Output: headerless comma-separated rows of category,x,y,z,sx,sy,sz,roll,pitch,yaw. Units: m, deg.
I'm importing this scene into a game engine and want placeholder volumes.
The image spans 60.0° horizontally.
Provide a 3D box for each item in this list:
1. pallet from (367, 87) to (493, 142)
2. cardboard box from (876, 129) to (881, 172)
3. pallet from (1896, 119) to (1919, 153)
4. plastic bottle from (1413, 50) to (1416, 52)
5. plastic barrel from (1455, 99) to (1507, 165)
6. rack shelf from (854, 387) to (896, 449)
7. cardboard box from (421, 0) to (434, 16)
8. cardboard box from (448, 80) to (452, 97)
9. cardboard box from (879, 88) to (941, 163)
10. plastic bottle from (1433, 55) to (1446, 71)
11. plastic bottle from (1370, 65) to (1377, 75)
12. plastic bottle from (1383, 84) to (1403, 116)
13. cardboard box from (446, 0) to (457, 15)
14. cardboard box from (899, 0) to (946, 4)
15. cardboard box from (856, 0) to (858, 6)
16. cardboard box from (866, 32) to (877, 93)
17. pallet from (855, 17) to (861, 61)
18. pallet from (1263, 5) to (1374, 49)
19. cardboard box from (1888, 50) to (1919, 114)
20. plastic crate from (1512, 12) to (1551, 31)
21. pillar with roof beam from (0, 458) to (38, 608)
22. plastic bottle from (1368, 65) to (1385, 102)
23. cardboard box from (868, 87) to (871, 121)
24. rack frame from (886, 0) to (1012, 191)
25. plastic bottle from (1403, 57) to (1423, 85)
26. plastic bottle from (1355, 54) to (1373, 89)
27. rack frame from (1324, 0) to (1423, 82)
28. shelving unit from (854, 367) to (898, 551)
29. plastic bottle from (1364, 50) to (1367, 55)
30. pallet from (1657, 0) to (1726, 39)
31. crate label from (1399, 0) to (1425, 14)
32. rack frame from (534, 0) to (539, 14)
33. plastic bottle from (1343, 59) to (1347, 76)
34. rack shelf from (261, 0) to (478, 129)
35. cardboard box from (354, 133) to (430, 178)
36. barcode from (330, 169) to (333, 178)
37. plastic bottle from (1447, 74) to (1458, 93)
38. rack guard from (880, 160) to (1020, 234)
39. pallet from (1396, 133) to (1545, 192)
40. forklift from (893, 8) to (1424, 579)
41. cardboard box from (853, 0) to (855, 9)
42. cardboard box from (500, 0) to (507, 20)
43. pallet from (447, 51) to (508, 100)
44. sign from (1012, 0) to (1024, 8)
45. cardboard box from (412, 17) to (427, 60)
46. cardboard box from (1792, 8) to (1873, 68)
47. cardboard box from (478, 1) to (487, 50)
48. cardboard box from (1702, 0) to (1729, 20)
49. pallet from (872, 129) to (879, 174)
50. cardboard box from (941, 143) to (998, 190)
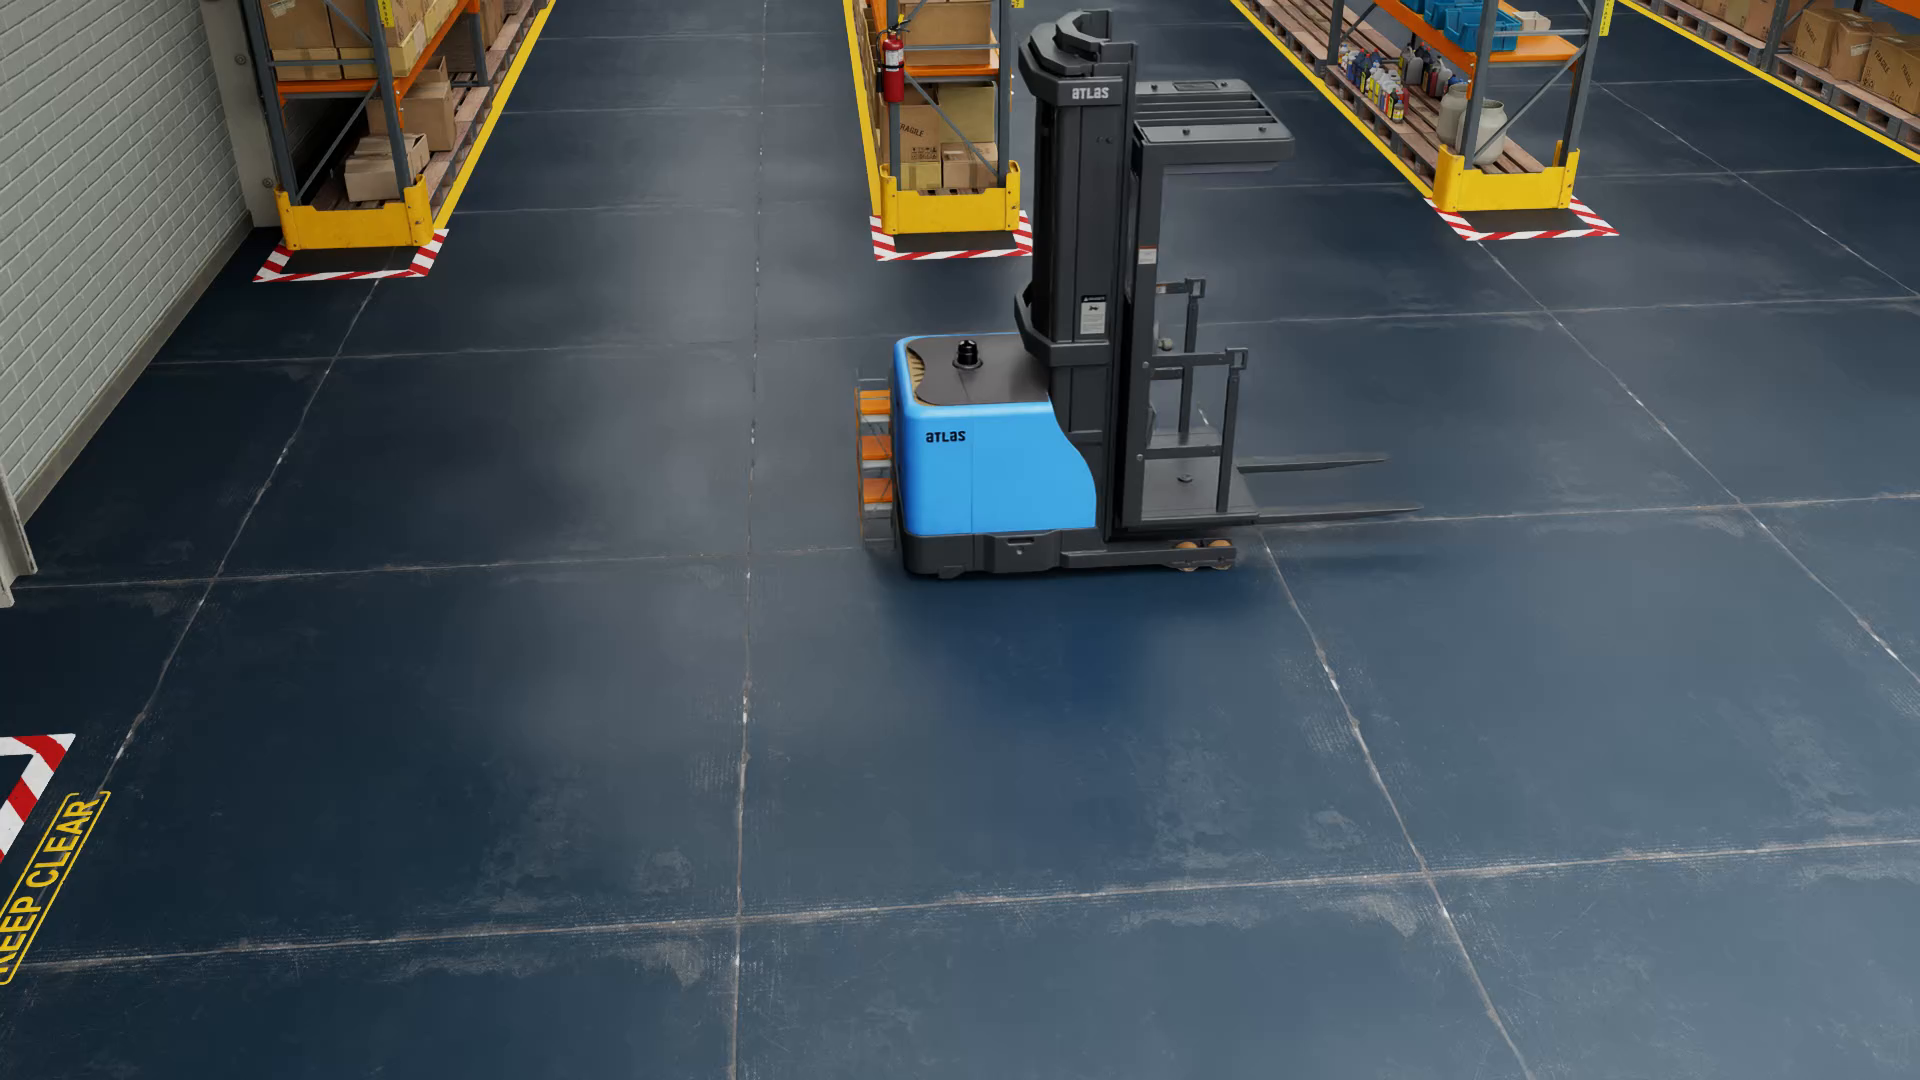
pallet,-5.296,-4.265,16.685,1.003,0.211,1.213,-3,31,-5
cardboard box,-0.492,-3.515,14.981,0.500,0.250,0.500,-3,31,-5
pallet,9.727,-3.731,15.792,1.003,0.211,1.213,-3,31,-5
plastic bottle,4.814,-5.095,17.656,0.097,0.201,0.097,0,31,0
plastic barrel,4.706,-3.681,15.004,0.421,0.512,0.421,0,31,0
rack shelf,-0.478,-0.688,9.346,0.215,0.259,0.240,-3,31,-5
cardboard box,-4.844,-4.802,14.261,0.500,0.500,0.500,-4,31,-6
cardboard box,-5.314,-4.504,16.700,0.380,0.166,0.250,-7,32,-11
cardboard box,-0.435,-3.582,14.363,0.500,0.500,0.500,-3,31,-5
plastic bottle,4.865,-4.752,16.935,0.144,0.351,0.185,-3,31,-5
plastic bottle,4.200,-4.694,16.916,0.097,0.271,0.097,0,31,0
plastic bottle,4.239,-4.302,16.255,0.152,0.276,0.135,-3,31,-4
cardboard box,-4.948,-5.010,15.339,0.500,0.250,0.500,-3,31,-5
cardboard box,-0.314,-4.508,13.642,0.380,0.149,0.250,-3,31,-5
cardboard box,-0.928,-6.253,19.020,0.500,0.311,0.500,-3,31,-5
cardboard box,-0.637,-4.602,16.071,0.500,0.500,0.500,-3,31,-5
pallet,-0.687,-5.844,19.329,1.003,0.211,1.213,-3,31,-5
pallet,4.240,-6.104,19.765,1.003,0.211,1.213,-3,31,-5
cardboard box,9.603,-4.524,16.428,0.500,0.500,0.500,0,31,0
plastic crate,5.080,-4.595,14.775,0.298,0.136,0.250,-3,31,-5
pillar with roof beam,-1.100,-3.796,7.330,9.100,9.000,0.400,-3,31,-5
plastic bottle,4.189,-4.584,16.655,0.144,0.351,0.185,-3,31,-5
cardboard box,-0.638,-4.280,16.263,0.500,0.250,0.500,-3,31,-5
rack frame,-0.089,-4.001,13.523,1.000,3.000,0.127,-3,31,-5
plastic bottle,4.689,-4.865,17.197,0.152,0.276,0.135,-3,31,-5
plastic bottle,4.149,-4.801,17.018,0.144,0.351,0.185,-4,31,-7
rack frame,4.469,-6.278,17.336,1.000,3.000,0.127,-3,31,-5
shelving unit,-0.478,-0.454,9.486,0.215,1.050,0.252,-3,31,-5
plastic bottle,4.226,-4.959,17.347,0.061,0.283,0.133,-3,31,-5
pallet,9.209,-6.340,20.159,1.003,0.211,1.213,-3,31,-5
crate label,4.402,-5.178,15.460,0.502,0.435,0.616,-3,31,-5
rack frame,-5.768,-7.846,19.960,1.000,3.000,0.127,-3,31,-5
plastic bottle,4.082,-4.978,17.459,0.097,0.201,0.097,0,31,0
rack shelf,-5.207,-4.474,15.016,1.077,0.370,4.000,-3,31,-5
cardboard box,-5.049,-3.444,14.785,0.500,0.311,0.500,0,31,0
barcode,-5.396,-3.147,14.279,0.001,0.075,0.075,-3,31,-5
plastic bottle,4.924,-4.524,16.630,0.097,0.271,0.097,0,31,0
rack guard,-0.087,-2.915,14.143,1.175,0.500,0.348,-3,31,-5
pallet,4.719,-3.490,15.388,1.003,0.211,1.213,-3,31,-5
forklift,1.152,-1.347,9.147,3.031,2.935,1.130,-3,31,-5
cardboard box,-1.032,-6.547,20.058,0.500,0.250,0.500,-4,31,-6
cardboard box,-5.716,-6.328,19.428,0.700,0.500,0.500,-3,31,-5
pallet,-5.468,-5.004,17.922,1.003,0.211,1.213,-3,31,-5
sign,0.464,-4.430,13.320,0.100,0.325,0.005,-3,31,-5
cardboard box,-4.813,-4.234,14.041,0.500,0.250,0.500,-4,31,-6
cardboard box,9.398,-5.416,17.922,0.500,0.500,0.500,-4,31,-6
cardboard box,-5.578,-5.556,18.135,0.700,0.500,0.500,-3,31,-6
cardboard box,9.286,-6.476,19.675,0.700,0.500,0.500,-5,31,-9
pallet,-0.313,-3.813,15.929,1.003,0.211,1.213,-3,31,-5
cardboard box,0.083,-3.285,14.597,0.500,0.250,0.500,-3,31,-5
